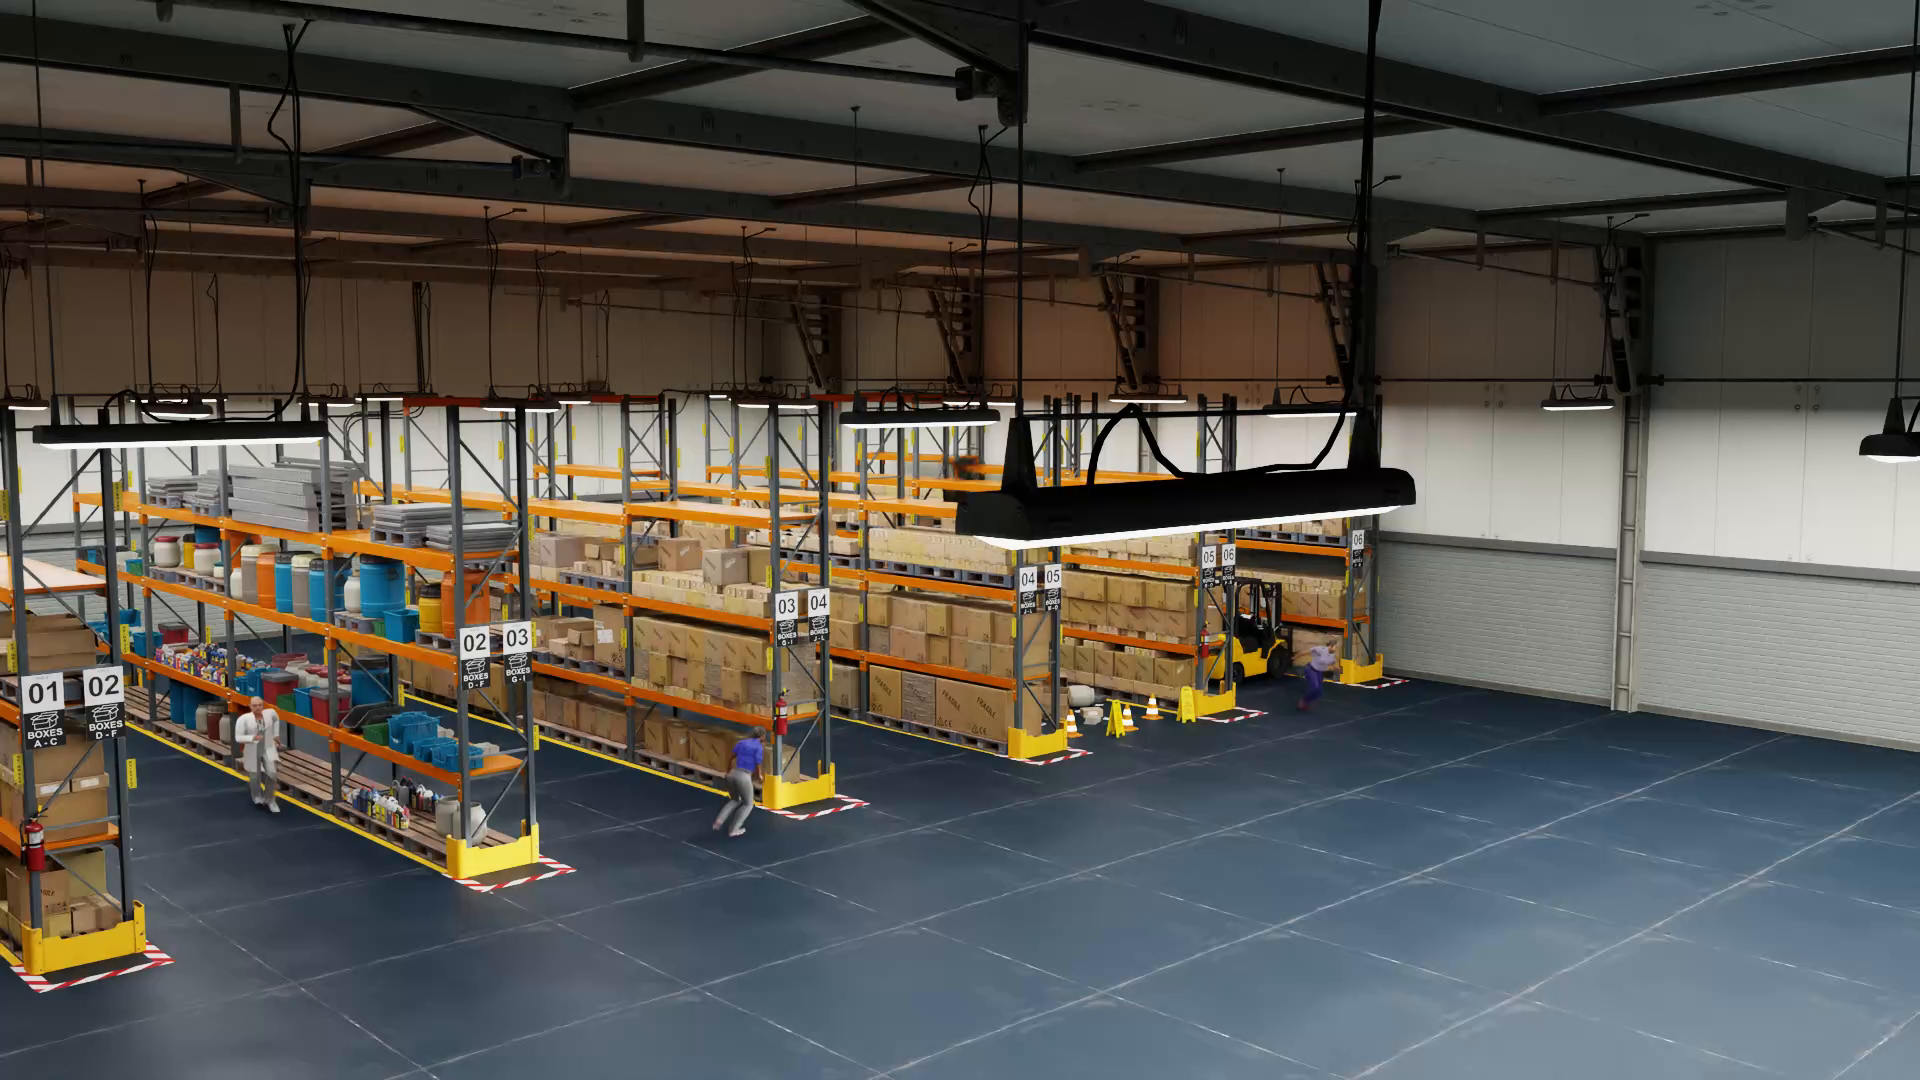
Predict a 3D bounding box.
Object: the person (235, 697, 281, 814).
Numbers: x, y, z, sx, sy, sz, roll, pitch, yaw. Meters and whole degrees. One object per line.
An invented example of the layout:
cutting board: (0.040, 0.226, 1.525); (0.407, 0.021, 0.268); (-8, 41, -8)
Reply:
person: (-10.250, 3.114, 24.304); (0.626, 1.728, 1.038); (-3, 6, -27)

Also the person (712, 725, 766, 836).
person: (-3.043, 3.350, 23.119); (0.538, 1.497, 0.803); (4, 7, 39)

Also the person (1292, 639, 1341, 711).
person: (6.835, 2.569, 31.633); (0.615, 1.423, 0.923); (-4, 7, -36)
